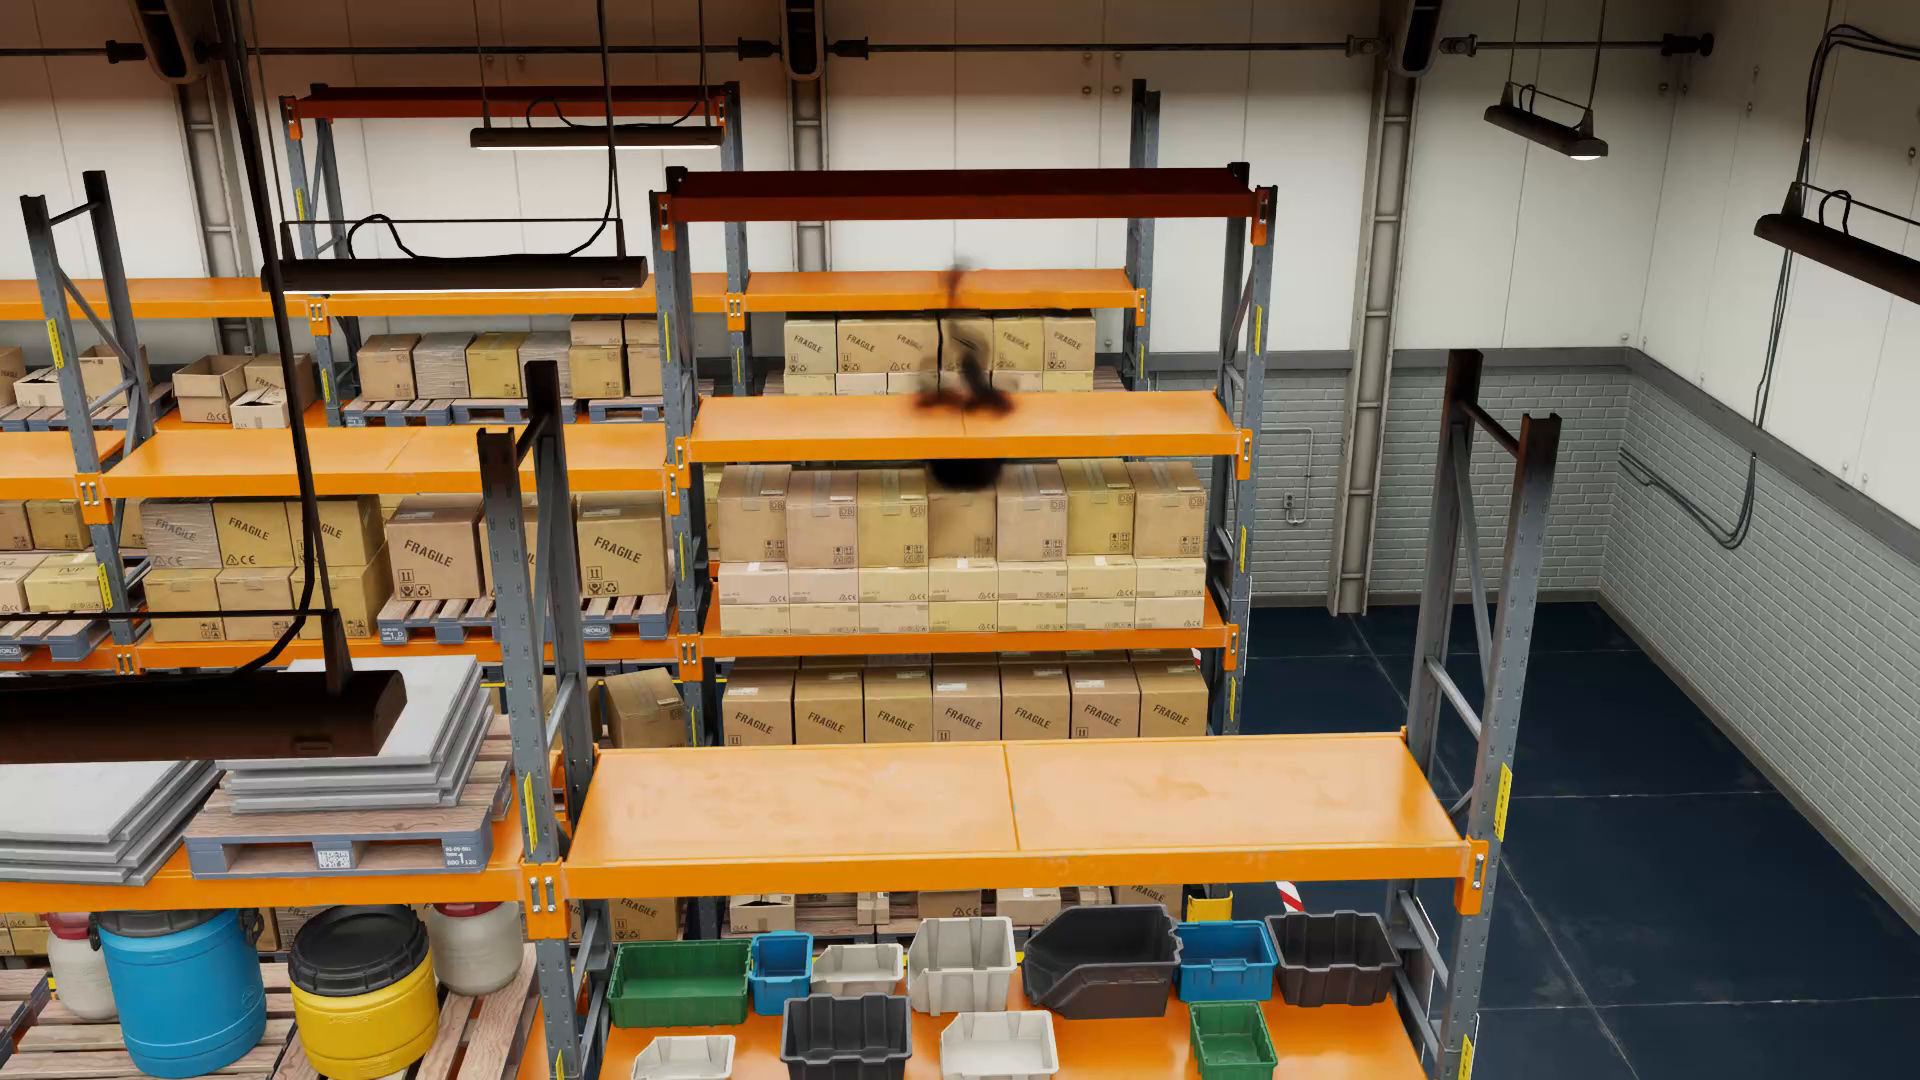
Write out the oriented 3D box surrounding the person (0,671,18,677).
[{"bbox_3d":[-8.042,1.880,14.264,0.901,1.667,0.601,-3,22,-6],"label":"person"}]
